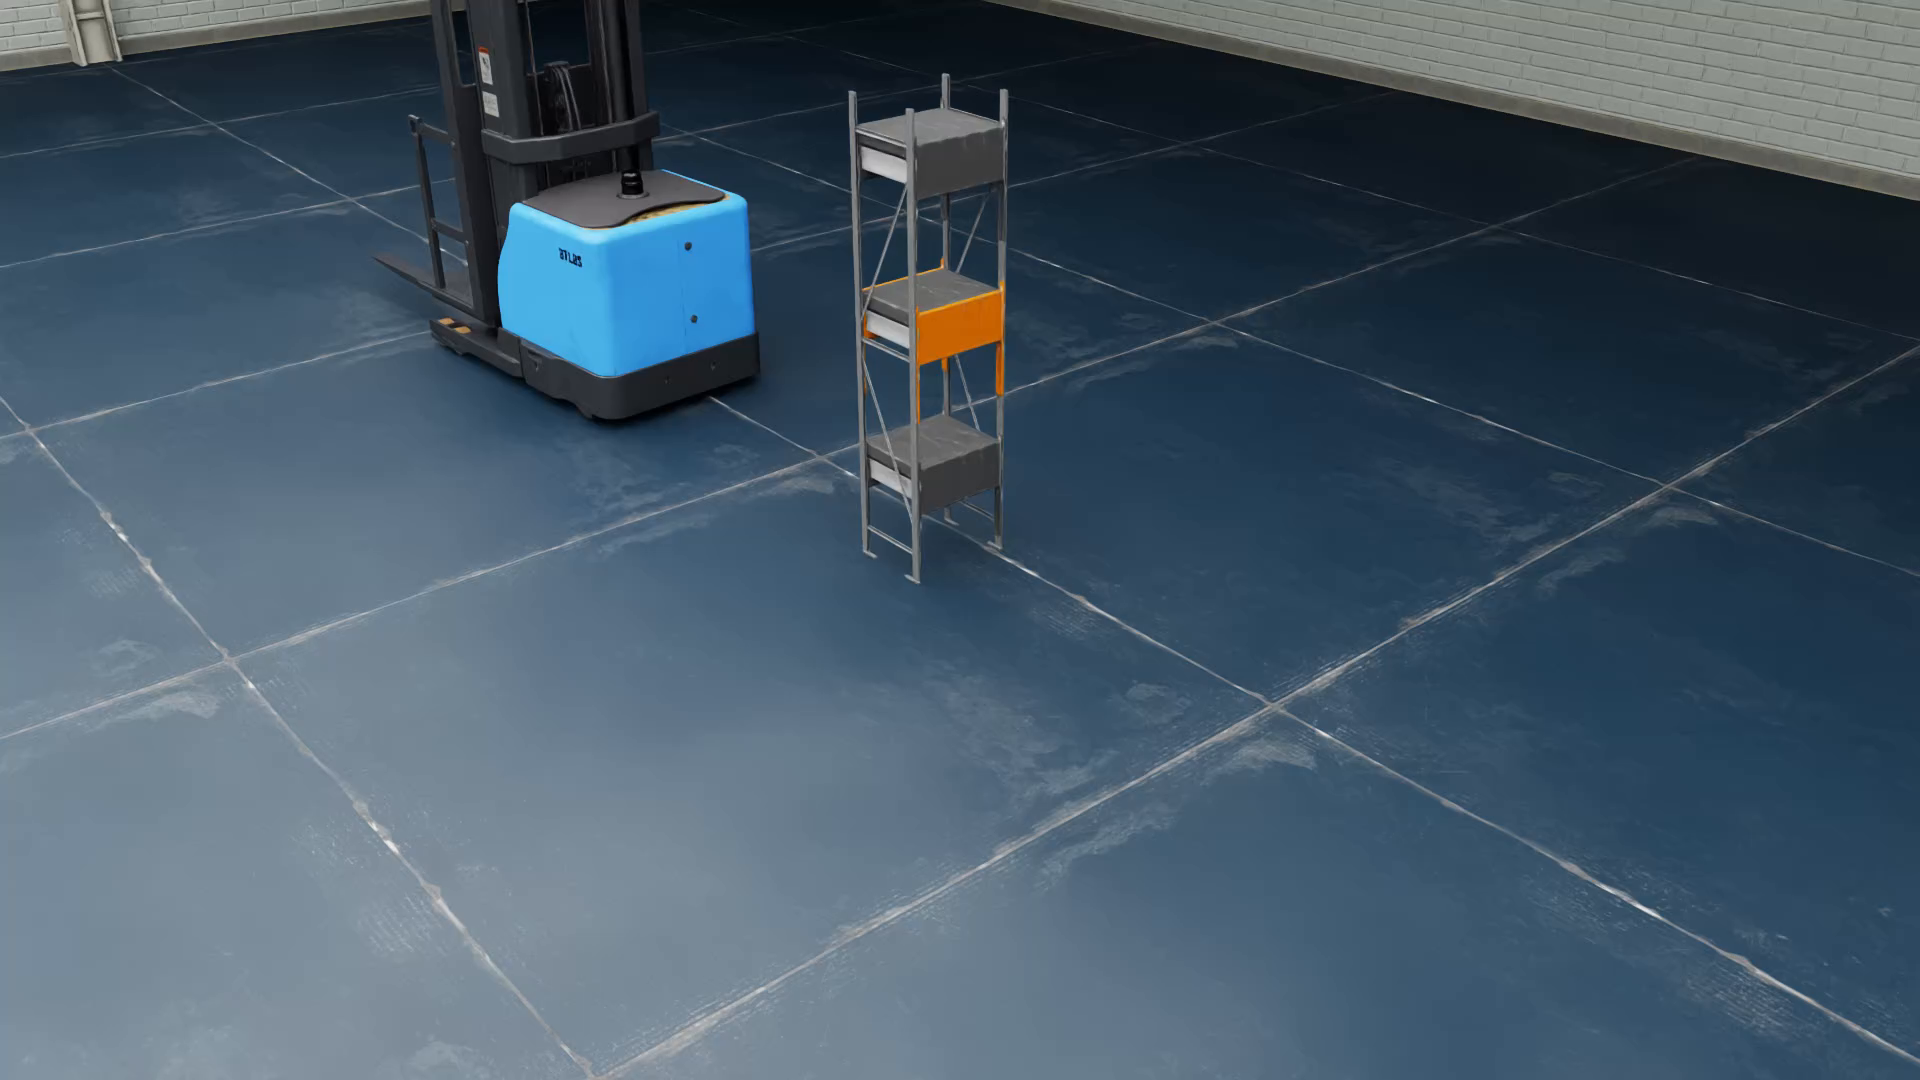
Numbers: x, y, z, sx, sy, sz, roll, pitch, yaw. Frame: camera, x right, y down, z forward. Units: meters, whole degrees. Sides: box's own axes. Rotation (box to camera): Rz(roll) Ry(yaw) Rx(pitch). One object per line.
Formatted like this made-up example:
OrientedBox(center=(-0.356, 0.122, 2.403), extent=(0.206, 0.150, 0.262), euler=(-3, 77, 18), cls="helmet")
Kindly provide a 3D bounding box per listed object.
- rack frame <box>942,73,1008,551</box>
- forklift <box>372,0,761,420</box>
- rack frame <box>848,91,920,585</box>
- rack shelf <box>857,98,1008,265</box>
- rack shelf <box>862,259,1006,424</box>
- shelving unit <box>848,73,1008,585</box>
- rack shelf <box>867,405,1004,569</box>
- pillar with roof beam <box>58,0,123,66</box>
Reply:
OrientedBox(center=(0.060, -0.950, 7.300), extent=(0.015, 2.100, 0.400), euler=(-22, 35, -35), cls="rack frame")
OrientedBox(center=(-2.507, -2.530, 9.375), extent=(1.130, 2.935, 3.031), euler=(-24, 36, -38), cls="forklift")
OrientedBox(center=(-0.312, -0.801, 7.021), extent=(0.015, 2.100, 0.400), euler=(-22, 35, -35), cls="rack frame")
OrientedBox(center=(-0.126, -1.481, 6.837), extent=(0.480, 0.518, 0.431), euler=(-22, 35, -35), cls="rack shelf")
OrientedBox(center=(-0.126, -0.863, 7.167), extent=(0.480, 0.518, 0.431), euler=(-22, 35, -35), cls="rack shelf")
OrientedBox(center=(-0.126, -0.875, 7.160), extent=(0.503, 2.100, 0.431), euler=(-22, 35, -35), cls="shelving unit")
OrientedBox(center=(-0.126, -0.246, 7.497), extent=(0.480, 0.518, 0.431), euler=(-22, 35, -35), cls="rack shelf")
OrientedBox(center=(-5.920, -7.266, 11.800), extent=(0.400, 9.000, 9.100), euler=(-22, 35, -35), cls="pillar with roof beam")
